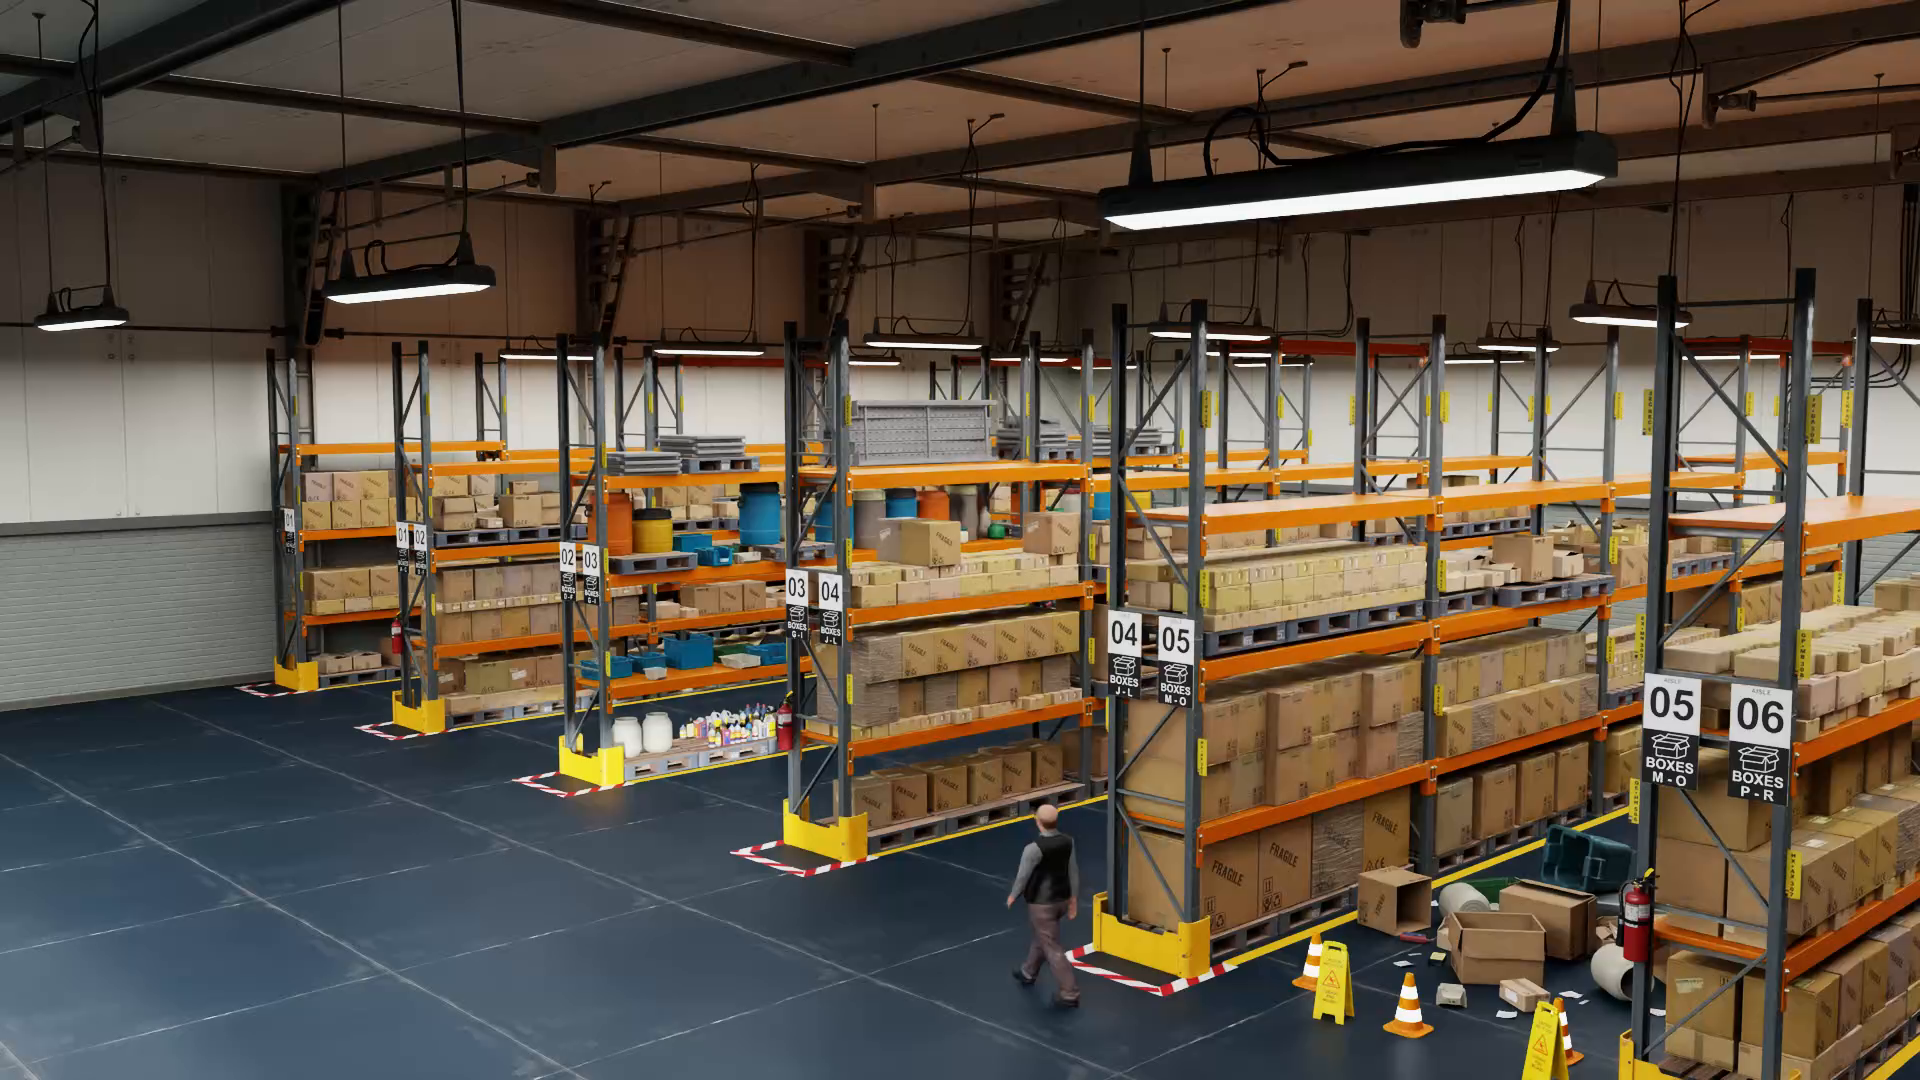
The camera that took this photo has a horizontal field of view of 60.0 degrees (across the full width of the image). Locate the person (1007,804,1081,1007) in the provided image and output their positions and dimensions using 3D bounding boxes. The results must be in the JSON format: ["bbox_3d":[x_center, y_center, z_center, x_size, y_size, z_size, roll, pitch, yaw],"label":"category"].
[{"bbox_3d":[0.673,3.075,14.212,0.946,1.678,0.543,4,7,42],"label":"person"}]
